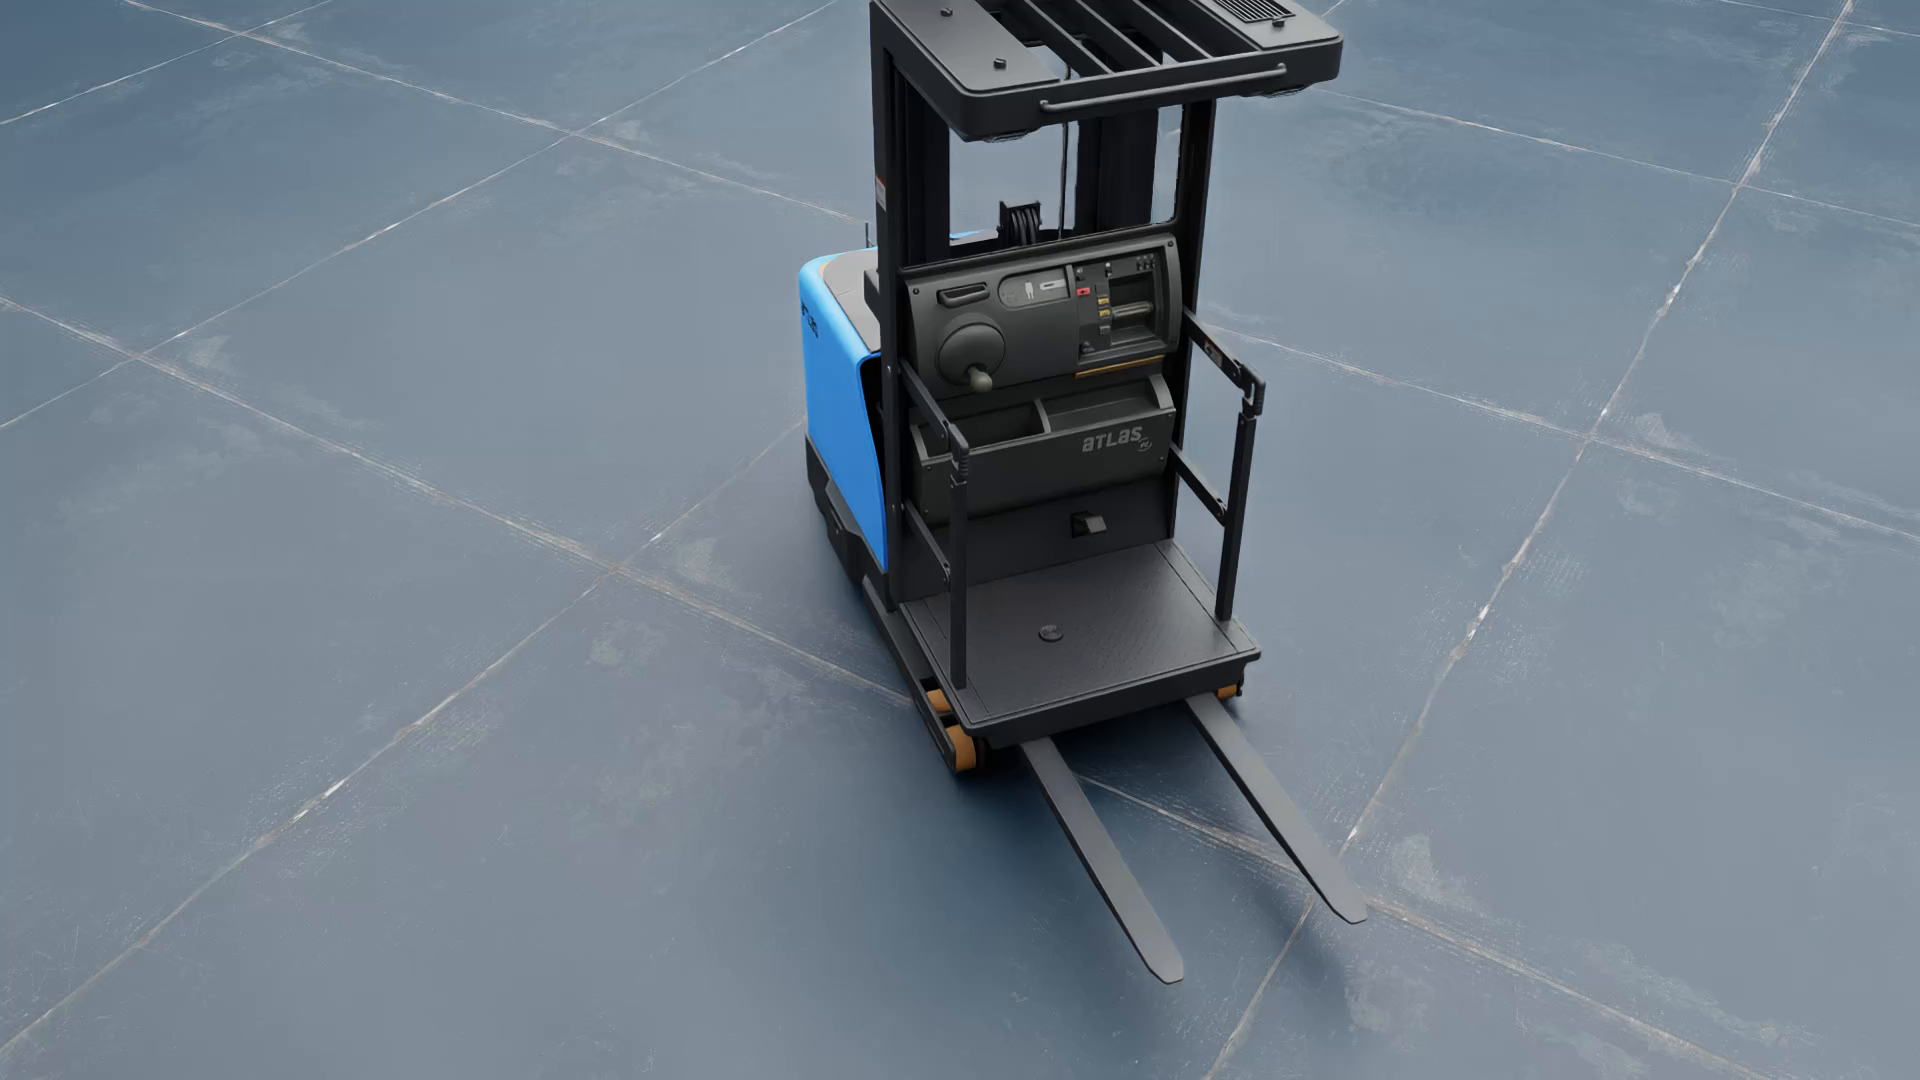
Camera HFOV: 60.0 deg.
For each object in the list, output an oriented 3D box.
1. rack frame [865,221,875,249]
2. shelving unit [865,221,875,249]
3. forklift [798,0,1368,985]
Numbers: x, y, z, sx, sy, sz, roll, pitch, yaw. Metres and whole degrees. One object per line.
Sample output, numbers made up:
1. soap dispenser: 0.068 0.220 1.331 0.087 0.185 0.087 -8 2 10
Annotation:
1. rack frame: -0.342 -0.812 6.943 0.008 1.050 0.200 -14 40 -17
2. shelving unit: -0.229 -0.839 6.979 0.252 1.050 0.215 -14 40 -17
3. forklift: 0.361 -0.653 5.197 1.130 2.935 3.031 -13 40 -16
